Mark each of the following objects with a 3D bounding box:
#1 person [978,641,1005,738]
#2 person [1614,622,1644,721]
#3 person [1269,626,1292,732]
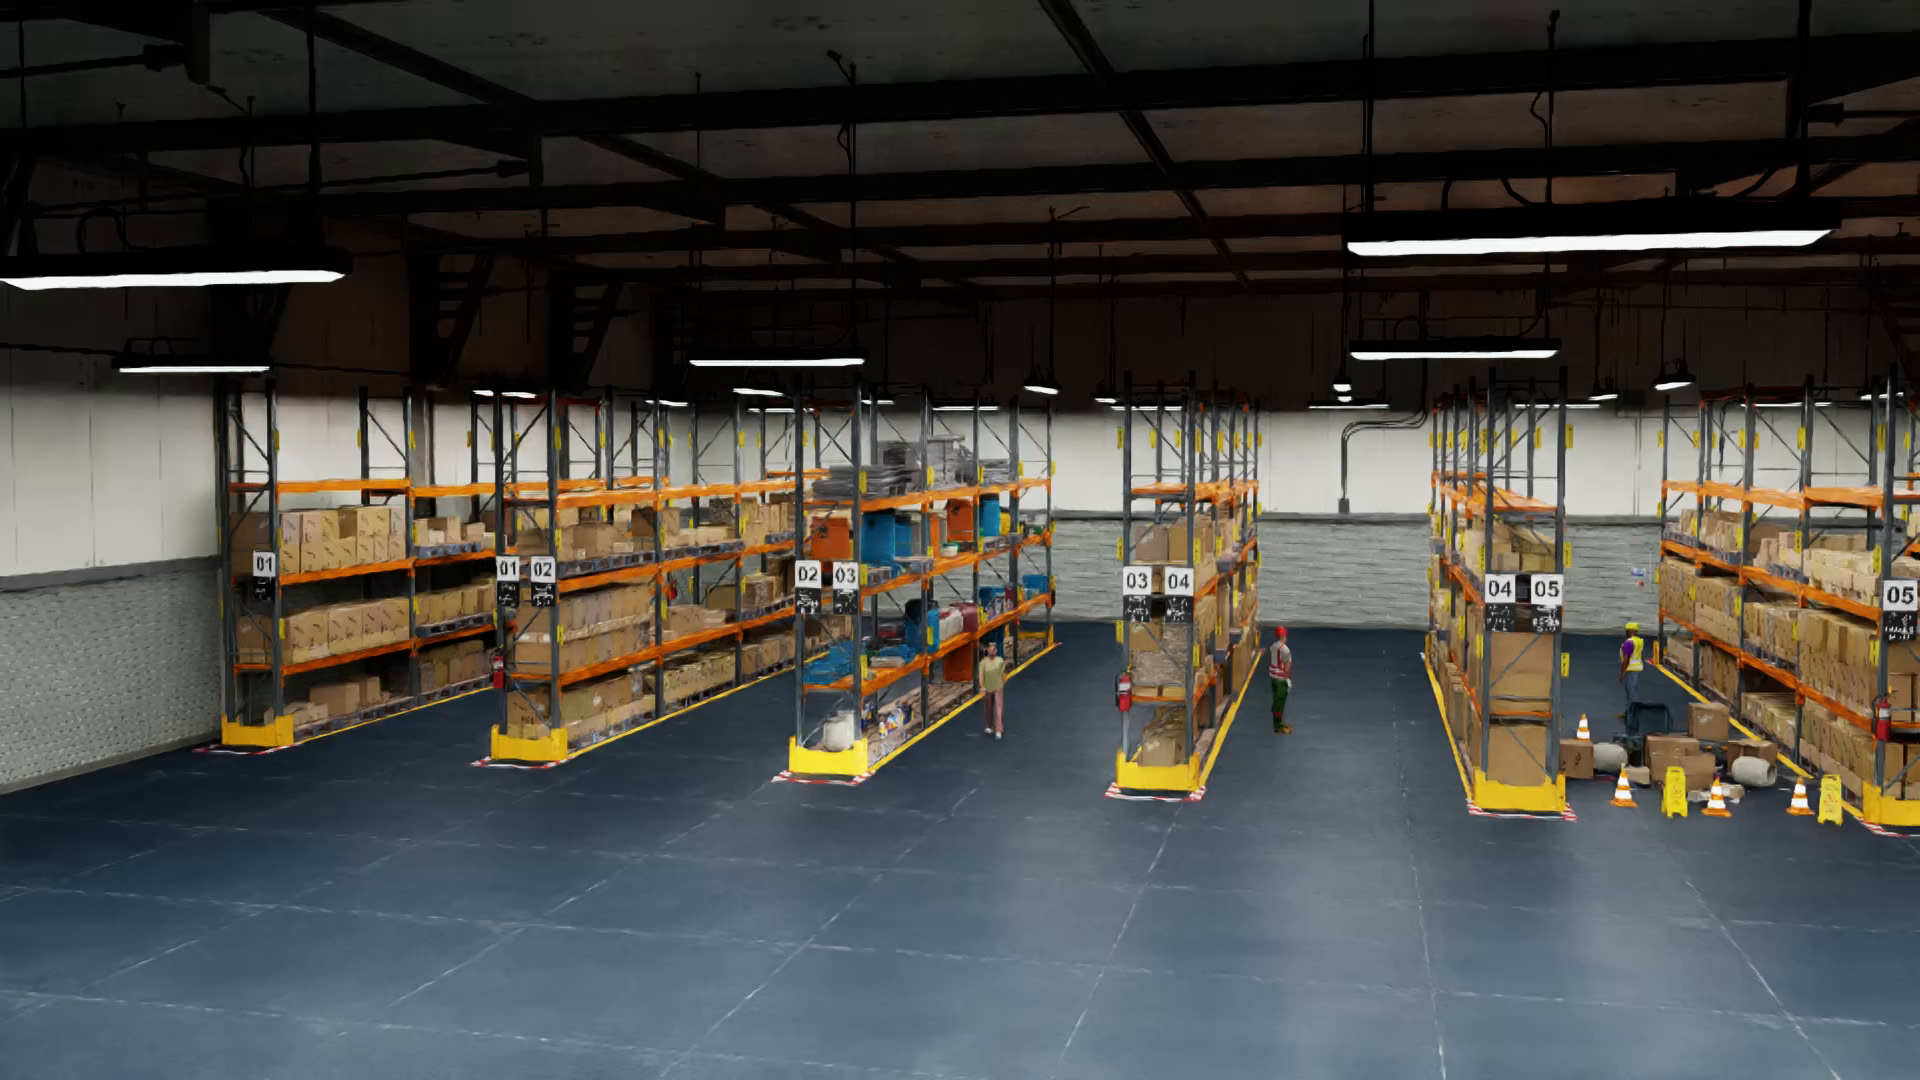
[{"bbox_3d":[0.530,2.510,28.029,0.446,1.591,1.016,0,3,5],"label":"person"},{"bbox_3d":[11.939,2.329,29.644,0.559,1.762,0.661,3,5,41],"label":"person"},{"bbox_3d":[5.545,2.376,28.572,0.451,1.789,0.605,-1,4,-16],"label":"person"}]
